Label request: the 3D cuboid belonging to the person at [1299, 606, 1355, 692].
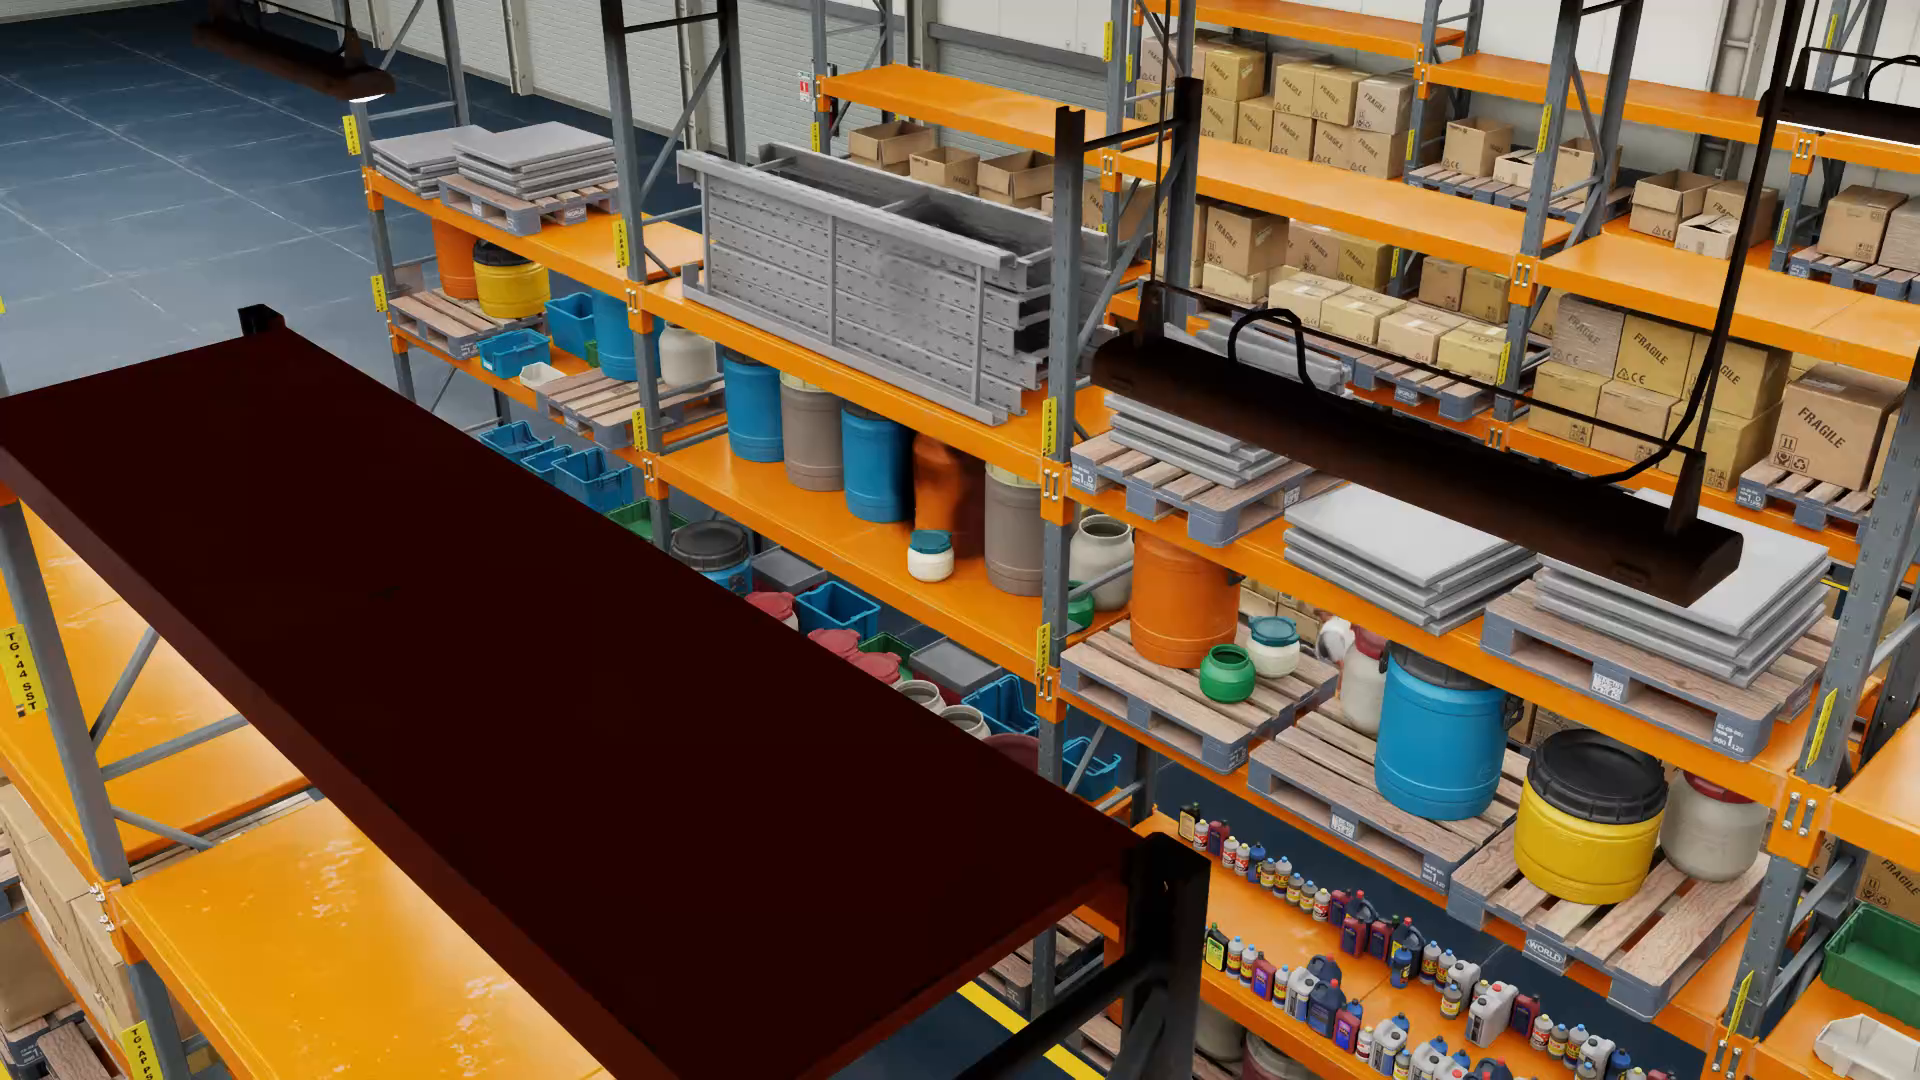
[{"bbox_3d":[2.899,1.141,12.971,0.790,1.676,0.692,13,31,23],"label":"person"}]
